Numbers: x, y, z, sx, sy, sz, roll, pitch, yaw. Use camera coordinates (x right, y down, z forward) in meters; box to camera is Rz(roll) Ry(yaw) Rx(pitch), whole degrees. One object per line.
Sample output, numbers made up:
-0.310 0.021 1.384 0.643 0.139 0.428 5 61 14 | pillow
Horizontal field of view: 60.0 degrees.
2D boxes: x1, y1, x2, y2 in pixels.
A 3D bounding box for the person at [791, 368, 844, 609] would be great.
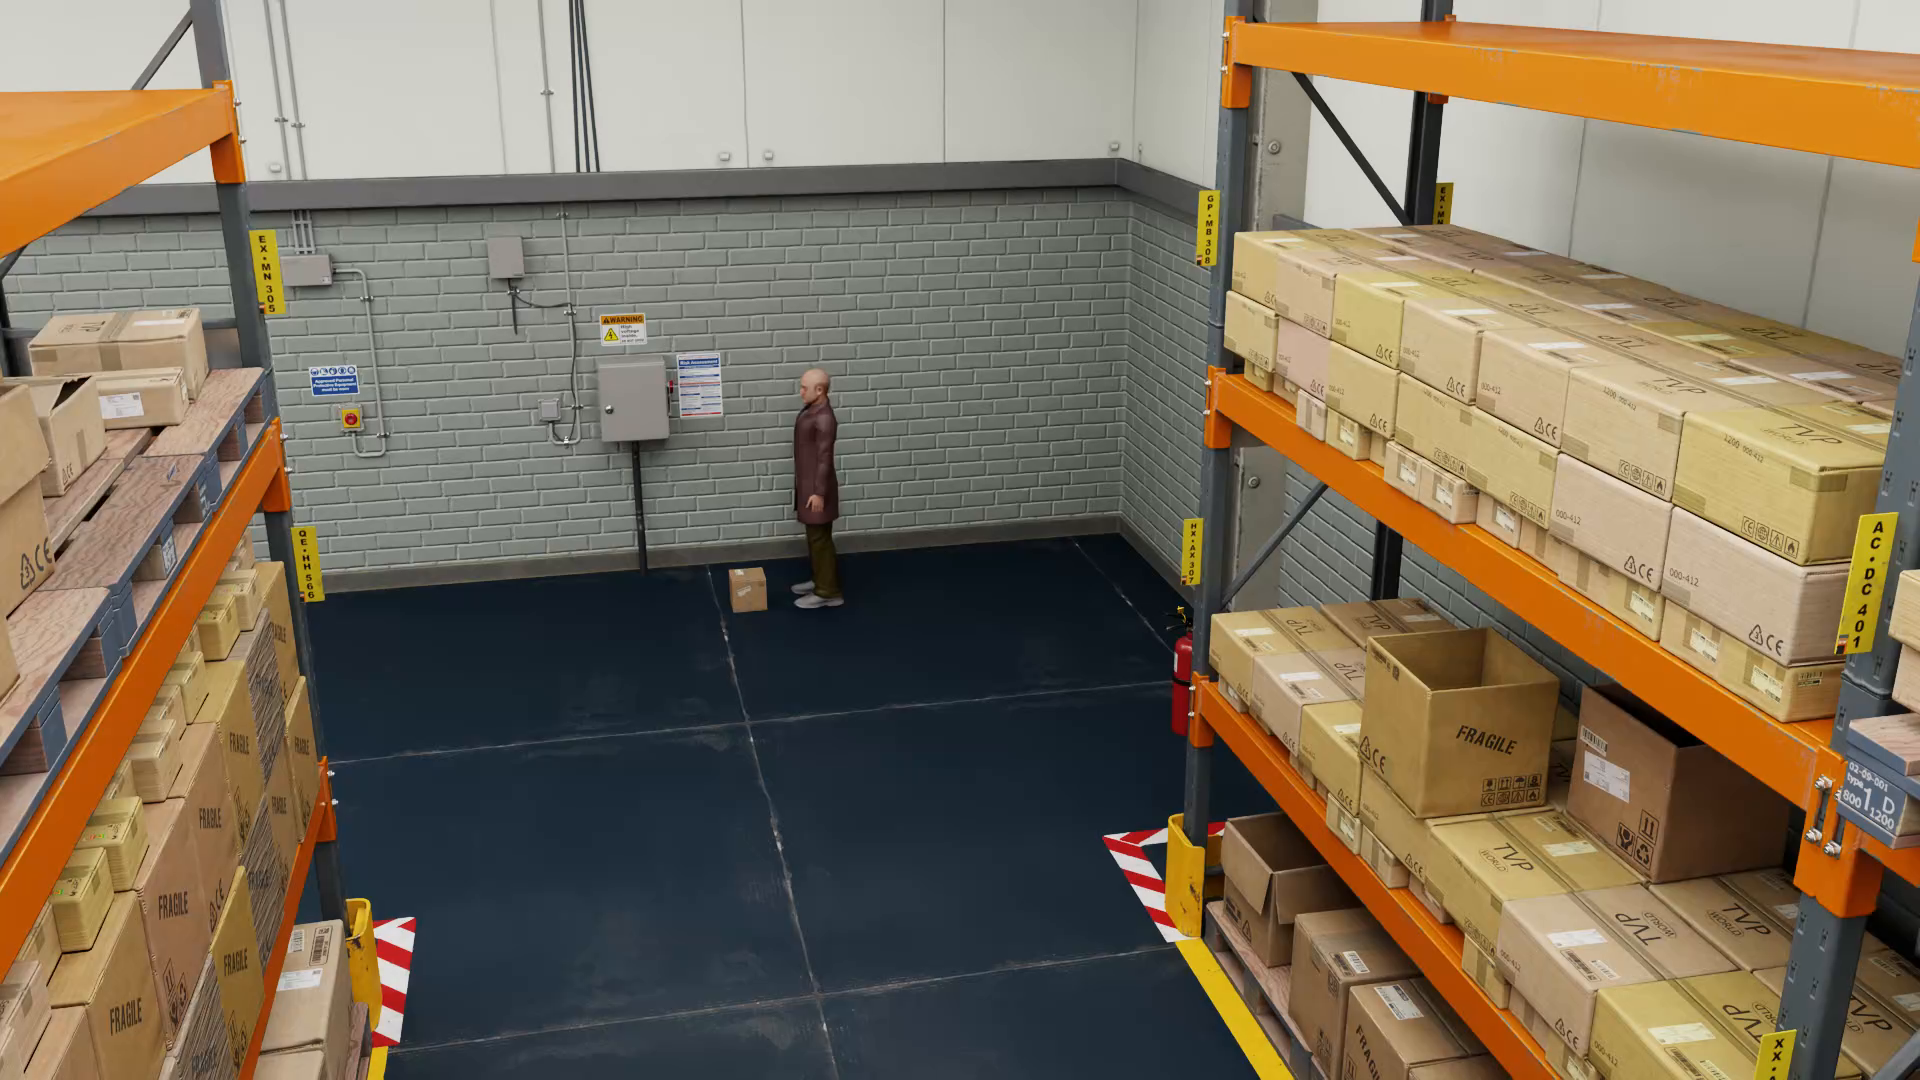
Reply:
-1.068 -0.383 12.182 0.376 1.778 0.564 -4 20 -11 | person
